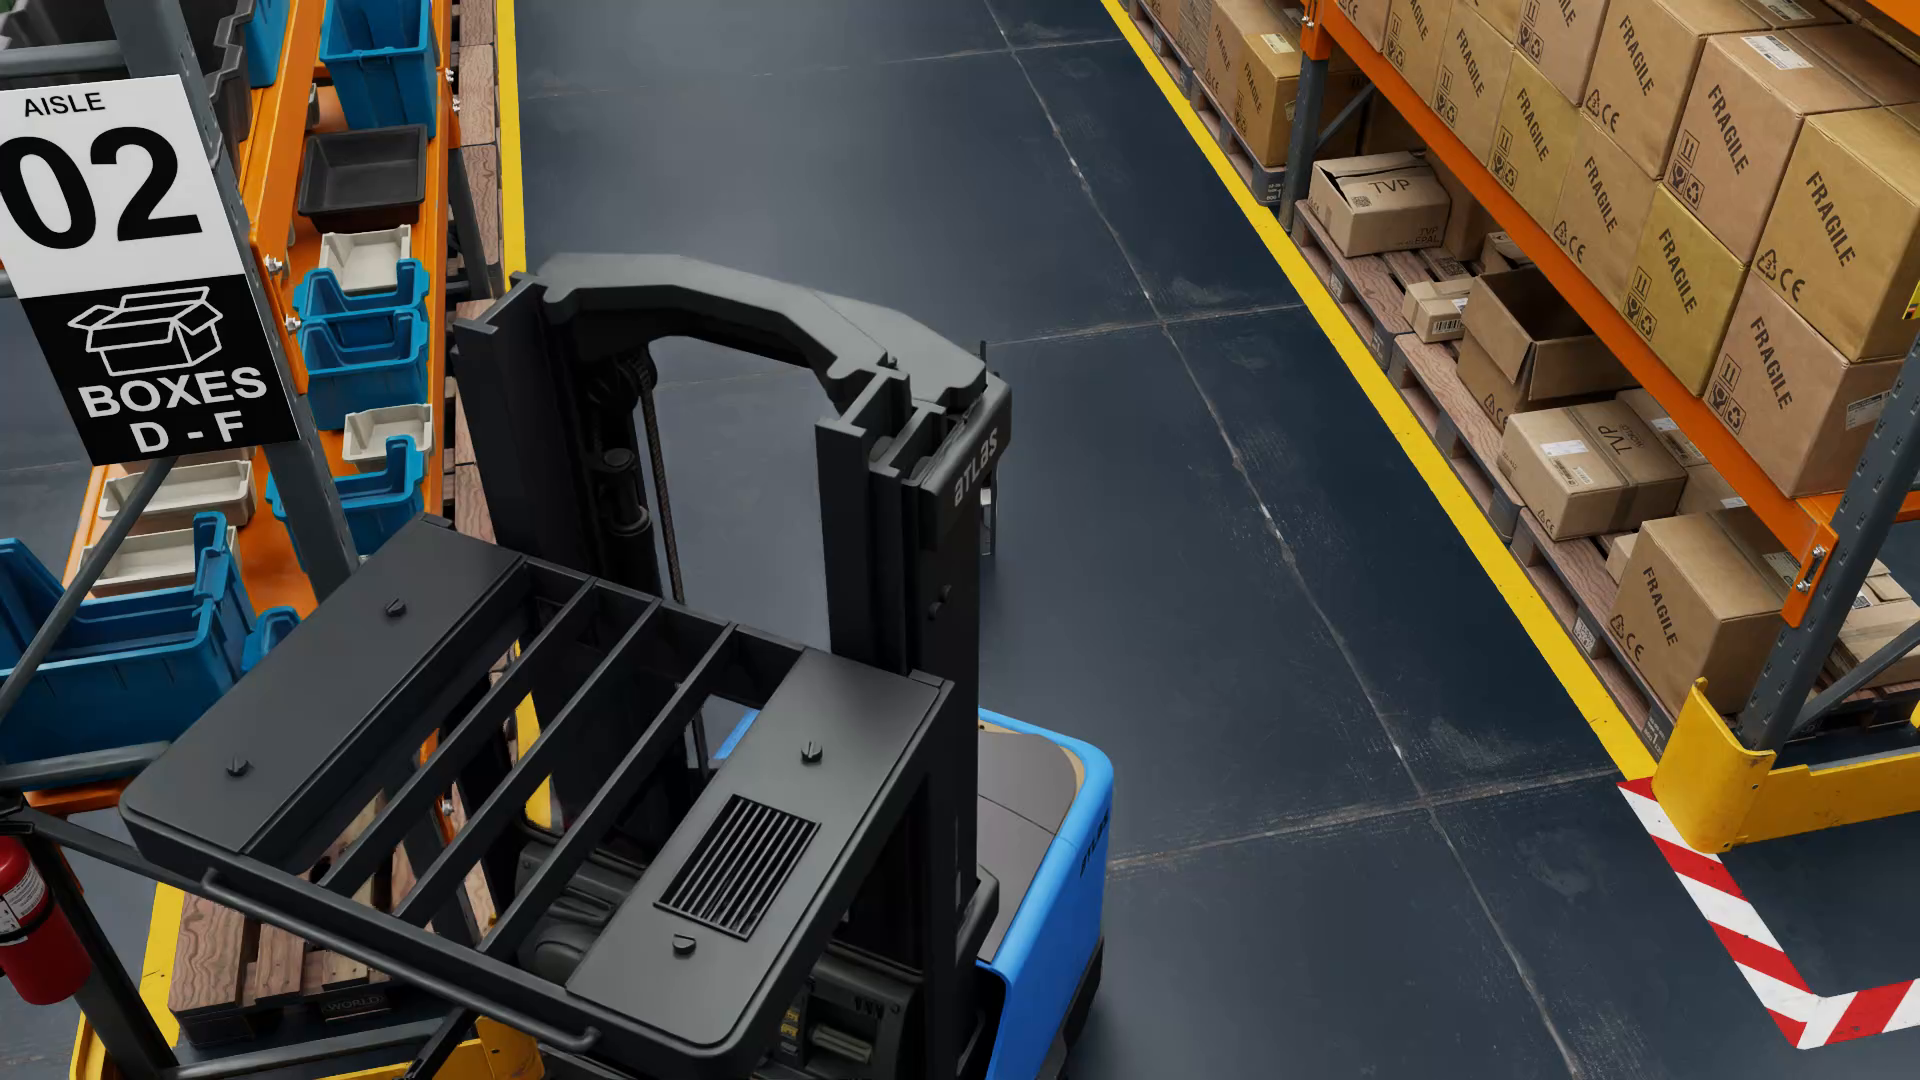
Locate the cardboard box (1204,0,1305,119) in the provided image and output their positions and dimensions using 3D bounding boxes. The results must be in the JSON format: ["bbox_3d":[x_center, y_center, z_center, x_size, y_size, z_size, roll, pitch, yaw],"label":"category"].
[{"bbox_3d":[1.662,-2.631,9.006,0.500,0.500,0.500,-8,42,-9],"label":"cardboard box"}]

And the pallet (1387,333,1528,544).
[{"bbox_3d":[2.561,-0.520,7.177,1.003,0.211,1.213,-8,42,-9],"label":"pallet"}]

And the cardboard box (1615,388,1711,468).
[{"bbox_3d":[2.954,-0.386,6.665,0.500,0.250,0.500,-8,42,-9],"label":"cardboard box"}]

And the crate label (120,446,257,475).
[{"bbox_3d":[-2.313,-0.294,4.975,0.396,0.136,0.243,-8,42,-9],"label":"crate label"}]

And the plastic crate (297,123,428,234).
[{"bbox_3d":[-2.187,-1.326,6.146,0.437,0.125,0.590,-8,42,-9],"label":"plastic crate"}]

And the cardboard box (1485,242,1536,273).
[{"bbox_3d":[2.708,-1.145,7.474,0.500,0.311,0.500,-8,42,-9],"label":"cardboard box"}]

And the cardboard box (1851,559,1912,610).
[{"bbox_3d":[3.201,0.204,6.063,0.380,0.166,0.250,-8,42,-9],"label":"cardboard box"}]

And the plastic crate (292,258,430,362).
[{"bbox_3d":[-1.908,-0.716,5.378,0.416,0.233,0.300,-8,42,-9],"label":"plastic crate"}]

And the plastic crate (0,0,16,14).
[{"bbox_3d":[-2.319,-1.142,3.677,0.450,0.188,0.336,-8,42,-9],"label":"plastic crate"}]

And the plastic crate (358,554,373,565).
[{"bbox_3d":[-1.548,0.148,4.477,0.250,0.136,0.298,-8,42,-9],"label":"plastic crate"}]

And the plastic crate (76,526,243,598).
[{"bbox_3d":[-2.180,0.073,4.562,0.396,0.136,0.243,-8,42,-9],"label":"plastic crate"}]

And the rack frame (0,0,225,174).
[{"bbox_3d":[-1.828,-1.744,1.936,1.000,3.000,0.127,-8,42,-9],"label":"rack frame"}]

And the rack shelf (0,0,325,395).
[{"bbox_3d":[-2.259,-1.650,4.632,1.077,0.370,4.000,-8,42,-9],"label":"rack shelf"}]

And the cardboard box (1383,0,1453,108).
[{"bbox_3d":[2.104,-2.137,6.823,0.500,0.500,0.500,-8,42,-9],"label":"cardboard box"}]

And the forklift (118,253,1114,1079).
[{"bbox_3d":[-0.626,1.042,3.368,1.130,2.935,3.031,16,44,18],"label":"forklift"}]

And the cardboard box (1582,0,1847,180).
[{"bbox_3d":[2.419,-1.531,5.387,0.500,0.500,0.500,-7,42,-8],"label":"cardboard box"}]

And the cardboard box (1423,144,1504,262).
[{"bbox_3d":[2.546,-1.702,7.959,0.500,0.500,0.500,-8,42,-9],"label":"cardboard box"}]

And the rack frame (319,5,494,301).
[{"bbox_3d":[-2.691,-2.094,6.849,1.000,3.000,0.127,-8,42,-9],"label":"rack frame"}]

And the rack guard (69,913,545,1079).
[{"bbox_3d":[-1.810,1.448,4.742,1.175,0.500,0.348,-8,42,-9],"label":"rack guard"}]

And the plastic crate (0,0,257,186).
[{"bbox_3d":[-1.639,-0.863,3.302,0.497,0.269,0.590,-8,42,-9],"label":"plastic crate"}]

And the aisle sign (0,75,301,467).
[{"bbox_3d":[-1.522,-0.469,3.060,0.394,0.787,0.004,-8,42,-9],"label":"aisle sign"}]

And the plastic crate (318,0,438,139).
[{"bbox_3d":[-2.257,-1.856,6.548,0.392,0.384,0.575,-8,42,-9],"label":"plastic crate"}]

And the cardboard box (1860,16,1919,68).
[{"bbox_3d":[3.051,-1.283,5.107,0.500,0.500,0.500,-8,42,-9],"label":"cardboard box"}]

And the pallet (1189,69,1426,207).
[{"bbox_3d":[1.934,-2.280,9.159,1.003,0.211,1.213,-8,42,-9],"label":"pallet"}]

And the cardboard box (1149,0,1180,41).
[{"bbox_3d":[1.442,-3.285,9.743,0.500,0.500,0.500,-10,43,-11],"label":"cardboard box"}]

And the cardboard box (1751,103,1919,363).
[{"bbox_3d":[2.645,-0.868,4.640,0.500,0.500,0.500,-9,42,-10],"label":"cardboard box"}]

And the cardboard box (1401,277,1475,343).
[{"bbox_3d":[2.222,-1.043,7.469,0.380,0.166,0.250,-8,42,-9],"label":"cardboard box"}]

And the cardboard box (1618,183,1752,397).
[{"bbox_3d":[2.532,-0.833,5.353,0.500,0.500,0.500,-8,42,-9],"label":"cardboard box"}]

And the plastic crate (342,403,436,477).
[{"bbox_3d":[-1.694,-0.291,4.972,0.250,0.136,0.298,-8,42,-9],"label":"plastic crate"}]

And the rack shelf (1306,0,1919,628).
[{"bbox_3d":[2.578,-1.235,6.424,1.077,0.370,4.000,-8,42,-9],"label":"rack shelf"}]

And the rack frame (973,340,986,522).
[{"bbox_3d":[-0.020,-0.397,6.520,0.240,0.900,0.006,-8,42,-9],"label":"rack frame"}]

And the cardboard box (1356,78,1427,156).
[{"bbox_3d":[2.280,-2.379,8.722,0.500,0.500,0.500,-10,43,-11],"label":"cardboard box"}]

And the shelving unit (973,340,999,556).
[{"bbox_3d":[0.002,-0.331,6.445,0.258,0.900,0.210,-8,42,-9],"label":"shelving unit"}]

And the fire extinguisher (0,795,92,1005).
[{"bbox_3d":[-2.239,0.831,3.894,0.296,0.674,0.183,-8,42,-9],"label":"fire extinguisher"}]

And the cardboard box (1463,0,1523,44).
[{"bbox_3d":[2.196,-2.199,6.139,0.500,0.500,0.500,-10,42,-11],"label":"cardboard box"}]

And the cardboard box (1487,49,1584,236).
[{"bbox_3d":[2.321,-1.483,6.086,0.500,0.500,0.500,-9,42,-10],"label":"cardboard box"}]

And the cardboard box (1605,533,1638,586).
[{"bbox_3d":[2.652,0.094,6.187,0.380,0.166,0.250,-8,42,-9],"label":"cardboard box"}]

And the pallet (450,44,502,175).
[{"bbox_3d":[-3.084,-2.349,9.238,1.003,0.211,1.213,-8,42,-9],"label":"pallet"}]

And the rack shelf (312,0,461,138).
[{"bbox_3d":[-3.123,-3.121,8.548,1.077,0.370,4.000,-8,42,-9],"label":"rack shelf"}]

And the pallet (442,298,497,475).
[{"bbox_3d":[-2.494,-0.580,7.244,1.003,0.211,1.213,-8,42,-9],"label":"pallet"}]

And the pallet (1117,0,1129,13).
[{"bbox_3d":[1.407,-3.861,10.941,1.003,0.211,1.213,-8,42,-9],"label":"pallet"}]

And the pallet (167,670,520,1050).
[{"bbox_3d":[-1.968,1.002,5.462,1.003,0.211,1.213,-8,42,-9],"label":"pallet"}]

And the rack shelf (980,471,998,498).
[{"bbox_3d":[0.002,-0.239,6.527,0.258,0.077,0.200,-8,42,-9],"label":"rack shelf"}]

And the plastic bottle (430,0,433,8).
[{"bbox_3d":[-2.425,-2.477,7.430,0.097,0.201,0.097,0,42,0],"label":"plastic bottle"}]
